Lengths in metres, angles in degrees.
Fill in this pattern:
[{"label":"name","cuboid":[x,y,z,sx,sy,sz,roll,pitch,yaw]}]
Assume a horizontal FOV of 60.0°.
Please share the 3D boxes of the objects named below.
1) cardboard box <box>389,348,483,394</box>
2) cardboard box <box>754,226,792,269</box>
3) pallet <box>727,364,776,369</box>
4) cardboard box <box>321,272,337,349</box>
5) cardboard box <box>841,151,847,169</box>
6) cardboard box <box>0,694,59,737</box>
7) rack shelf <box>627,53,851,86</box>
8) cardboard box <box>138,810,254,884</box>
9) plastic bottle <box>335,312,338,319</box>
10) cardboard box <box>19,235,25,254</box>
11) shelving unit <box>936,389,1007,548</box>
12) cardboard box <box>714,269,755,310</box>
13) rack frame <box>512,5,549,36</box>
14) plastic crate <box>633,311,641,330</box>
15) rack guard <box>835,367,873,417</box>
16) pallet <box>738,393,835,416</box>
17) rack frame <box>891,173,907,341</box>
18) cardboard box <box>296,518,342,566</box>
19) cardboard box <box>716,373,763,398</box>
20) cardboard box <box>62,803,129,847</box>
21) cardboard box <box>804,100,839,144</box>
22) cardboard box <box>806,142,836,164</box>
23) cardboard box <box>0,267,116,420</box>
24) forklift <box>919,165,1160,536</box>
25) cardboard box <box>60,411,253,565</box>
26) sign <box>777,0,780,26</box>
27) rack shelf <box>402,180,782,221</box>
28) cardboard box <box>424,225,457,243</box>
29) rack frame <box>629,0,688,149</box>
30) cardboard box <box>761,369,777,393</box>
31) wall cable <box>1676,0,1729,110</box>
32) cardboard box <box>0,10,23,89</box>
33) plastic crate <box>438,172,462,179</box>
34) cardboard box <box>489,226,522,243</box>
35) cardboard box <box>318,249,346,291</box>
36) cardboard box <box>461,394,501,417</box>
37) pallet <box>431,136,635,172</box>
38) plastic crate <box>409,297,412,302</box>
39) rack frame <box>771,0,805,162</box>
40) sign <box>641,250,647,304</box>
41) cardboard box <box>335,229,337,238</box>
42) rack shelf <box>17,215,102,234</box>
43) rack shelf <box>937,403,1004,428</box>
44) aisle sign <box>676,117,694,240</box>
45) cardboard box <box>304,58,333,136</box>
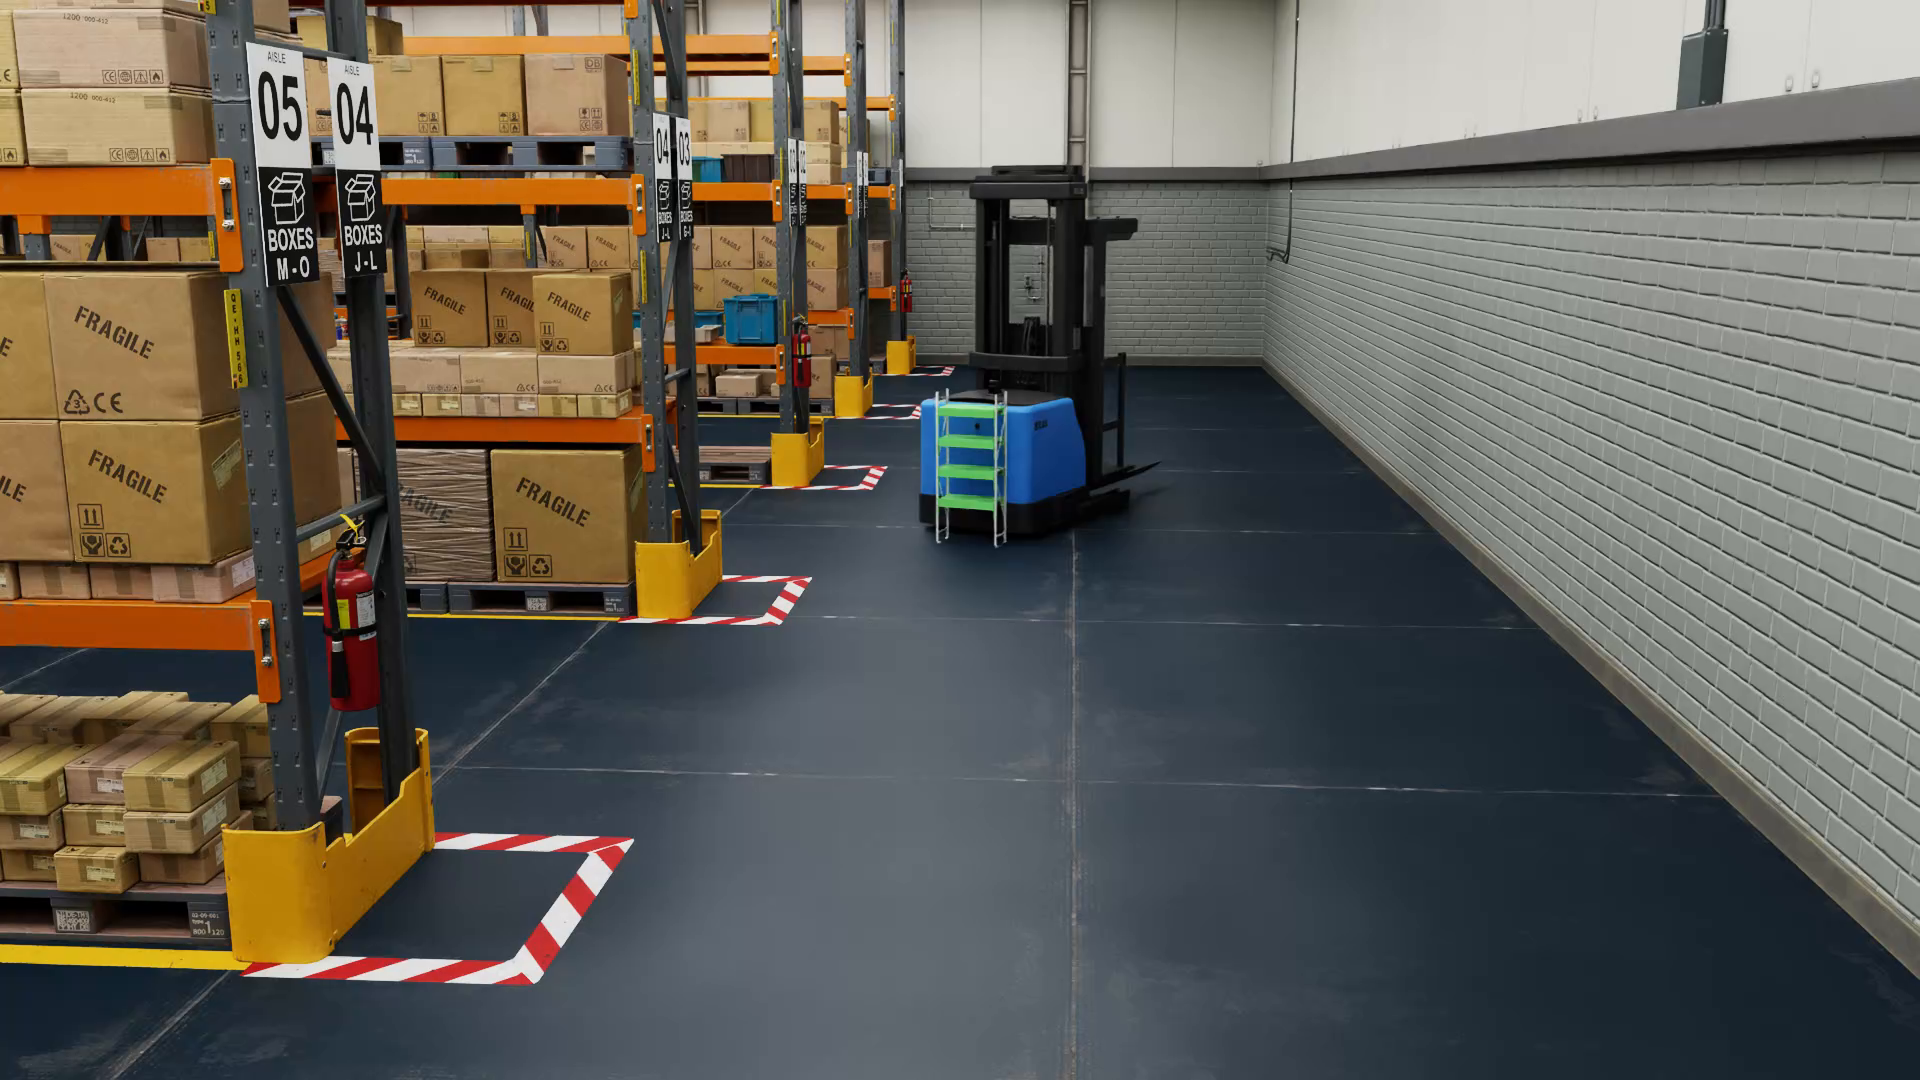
[{"label":"cardboard box","cuboid":[-3.442,-1.114,10.906,0.500,0.250,0.500,0,12,2]},{"label":"cardboard box","cuboid":[-2.228,-3.594,20.437,0.500,0.500,0.500,1,12,5]},{"label":"pallet","cuboid":[-2.951,-2.758,25.938,1.213,0.211,1.003,1,12,4]},{"label":"cardboard box","cuboid":[-4.447,-1.496,10.901,0.500,0.500,0.500,0,12,2]},{"label":"cardboard box","cuboid":[-1.682,-5.716,25.038,0.500,0.250,0.500,1,12,5]},{"label":"cardboard box","cuboid":[-3.914,0.758,6.804,0.250,0.149,0.380,1,12,6]},{"label":"rack shelf","cuboid":[-3.257,-5.709,20.347,4.000,0.370,1.077,1,12,4]},{"label":"cardboard box","cuboid":[-2.898,1.162,6.324,0.250,0.149,0.380,1,12,5]},{"label":"plastic bottle","cuboid":[-6.271,-2.172,16.639,0.097,0.271,0.097,0,12,0]},{"label":"cardboard box","cuboid":[-14.400,-4.537,26.115,0.500,0.500,0.500,0,12,2]},{"label":"shelving unit","cuboid":[0.090,-0.565,13.039,0.503,1.200,0.258,5,13,21]},{"label":"cardboard box","cuboid":[-2.742,-3.113,20.578,0.500,0.500,0.500,1,12,4]},{"label":"rack frame","cuboid":[-5.252,-6.090,20.404,0.127,3.000,1.000,1,12,4]},{"label":"plastic crate","cuboid":[-3.134,-2.123,16.354,0.300,0.233,0.416,1,12,4]},{"label":"rack guard","cuboid":[-1.337,-1.876,21.017,0.348,0.500,1.175,1,12,4]},{"label":"pallet","cuboid":[-2.133,-1.746,21.098,1.213,0.211,1.003,1,12,4]},{"label":"rack frame","cuboid":[-0.934,-4.111,25.595,0.127,3.000,1.000,1,12,4]},{"label":"cardboard box","cuboid":[-2.661,-0.012,6.612,0.250,0.149,0.380,1,12,3]},{"label":"cardboard box","cuboid":[-2.766,-1.945,20.879,0.500,0.250,0.500,1,12,4]},{"label":"cardboard box","cuboid":[-3.162,1.017,6.289,0.250,0.149,0.380,1,12,2]},{"label":"cardboard box","cuboid":[-1.775,-5.109,20.354,0.500,0.500,0.700,1,12,4]},{"label":"cardboard box","cuboid":[-1.791,-4.693,20.198,0.500,0.250,0.500,1,12,4]},{"label":"cardboard box","cuboid":[-3.338,-0.710,5.922,0.500,0.500,0.500,0,12,2]},{"label":"forklift","cuboid":[0.842,-1.725,14.354,1.130,2.935,3.031,7,14,29]},{"label":"cardboard box","cuboid":[-2.825,-0.211,5.982,0.500,0.500,0.500,1,12,5]},{"label":"sign","cuboid":[-1.617,-4.753,14.800,0.005,0.325,0.100,1,12,4]},{"label":"rack shelf","cuboid":[-3.592,-3.230,15.817,4.000,0.370,1.077,1,12,4]},{"label":"cardboard box","cuboid":[-7.944,-4.726,25.683,0.500,0.250,0.500,1,12,3]},{"label":"rack frame","cuboid":[-1.927,-4.012,10.468,0.127,3.000,1.000,1,12,4]},{"label":"cardboard box","cuboid":[-2.284,-2.041,21.338,0.500,0.250,0.500,1,12,4]},{"label":"wall cable","cuboid":[3.484,-4.805,6.402,0.120,5.999,2.277,1,12,4]},{"label":"cardboard box","cuboid":[-3.346,-1.664,5.715,0.500,0.250,0.500,0,12,2]},{"label":"plastic crate","cuboid":[-5.144,-3.562,16.163,0.662,0.188,0.450,1,12,4]},{"label":"cardboard box","cuboid":[-6.935,-4.714,25.626,0.500,0.250,0.500,1,12,3]},{"label":"cardboard box","cuboid":[-7.708,-3.426,21.049,0.500,0.500,0.700,3,12,14]},{"label":"cardboard box","cuboid":[-3.064,-0.900,10.860,0.250,0.149,0.380,1,12,5]},{"label":"pallet","cuboid":[-2.668,-2.508,10.822,1.213,0.211,1.003,1,12,4]},{"label":"plastic crate","cuboid":[-5.099,-2.227,16.479,0.575,0.384,0.392,1,12,4]},{"label":"rack frame","cuboid":[-1.596,-5.023,15.305,0.127,3.000,1.000,1,12,4]},{"label":"sign","cuboid":[-1.977,-1.647,10.410,0.005,0.325,0.100,1,12,4]},{"label":"cardboard box","cuboid":[-9.584,-4.802,25.996,0.250,0.149,0.380,-1,12,-6]},{"label":"rack shelf","cuboid":[-7.914,-2.273,11.241,4.000,0.370,1.077,1,12,4]},{"label":"rack shelf","cuboid":[0.090,-0.972,12.954,0.480,0.148,0.258,5,13,21]},{"label":"aisle sign","cuboid":[-1.835,-2.408,11.104,0.004,0.787,0.394,1,12,4]},{"label":"cardboard box","cuboid":[-4.085,-2.859,10.768,0.500,0.500,0.700,1,12,6]}]
